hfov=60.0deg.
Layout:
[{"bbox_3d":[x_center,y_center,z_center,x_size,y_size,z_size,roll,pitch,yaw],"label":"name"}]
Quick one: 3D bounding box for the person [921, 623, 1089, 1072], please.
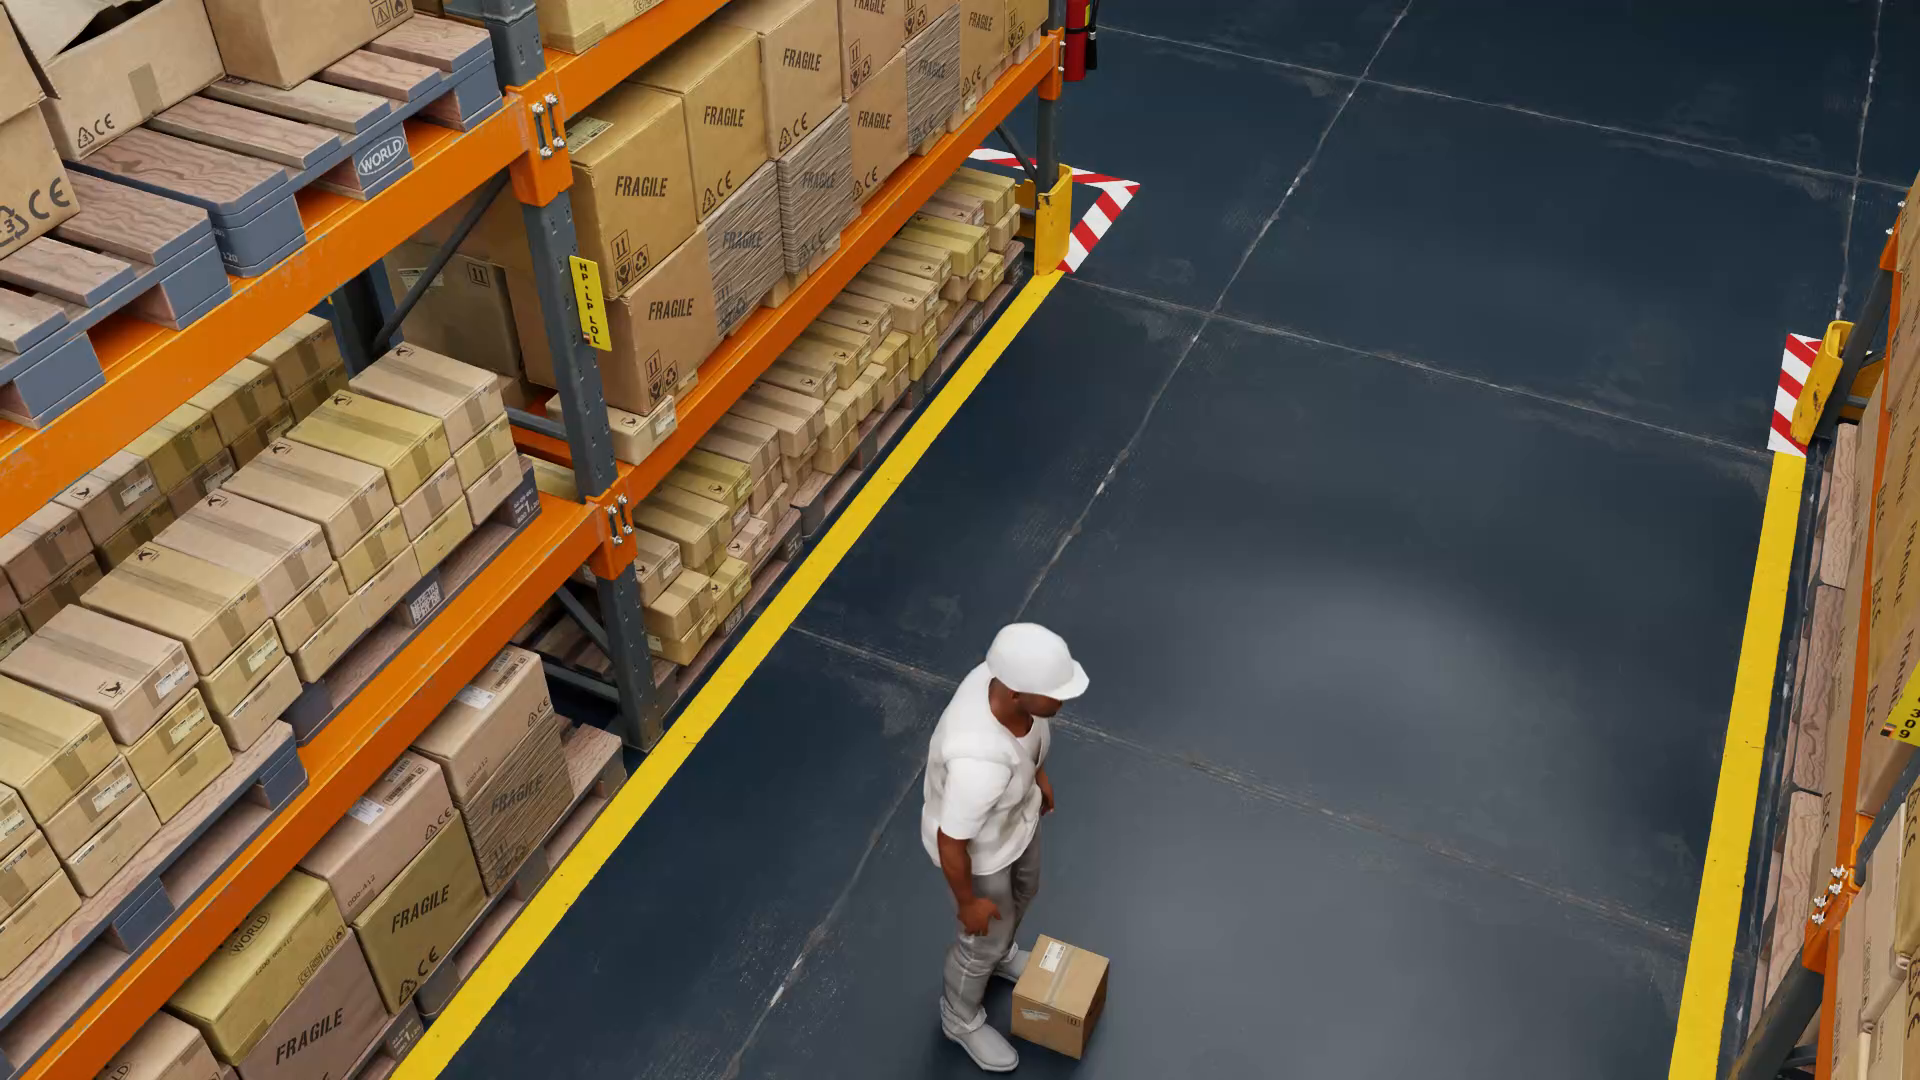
[{"bbox_3d":[0.129,0.908,5.131,0.461,1.757,0.636,16,44,17],"label":"person"}]
